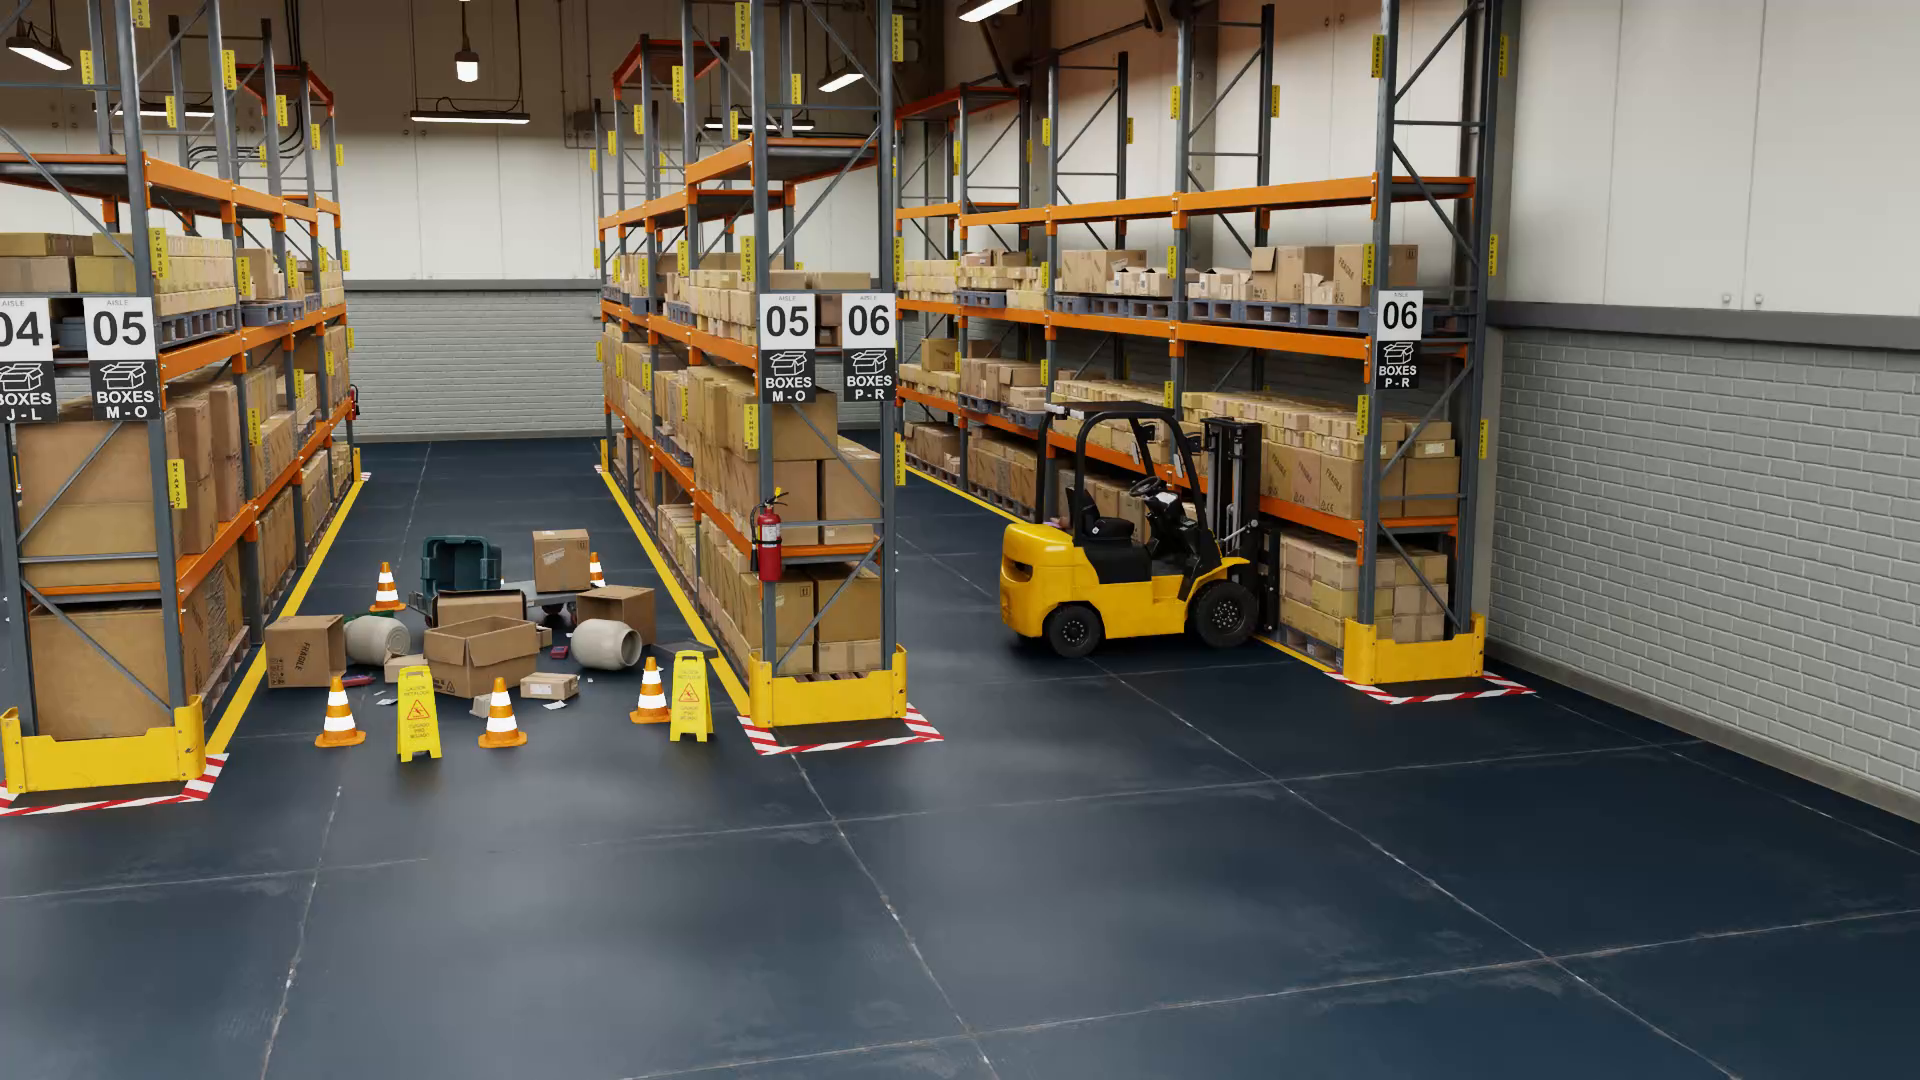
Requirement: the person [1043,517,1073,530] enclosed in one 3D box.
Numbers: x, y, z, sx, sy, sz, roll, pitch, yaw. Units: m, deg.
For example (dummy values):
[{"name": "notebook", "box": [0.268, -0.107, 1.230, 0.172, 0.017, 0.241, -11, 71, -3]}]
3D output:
[{"name": "person", "box": [0.878, 0.152, 17.624, 0.806, 0.774, 0.433, -3, 10, -16]}]
